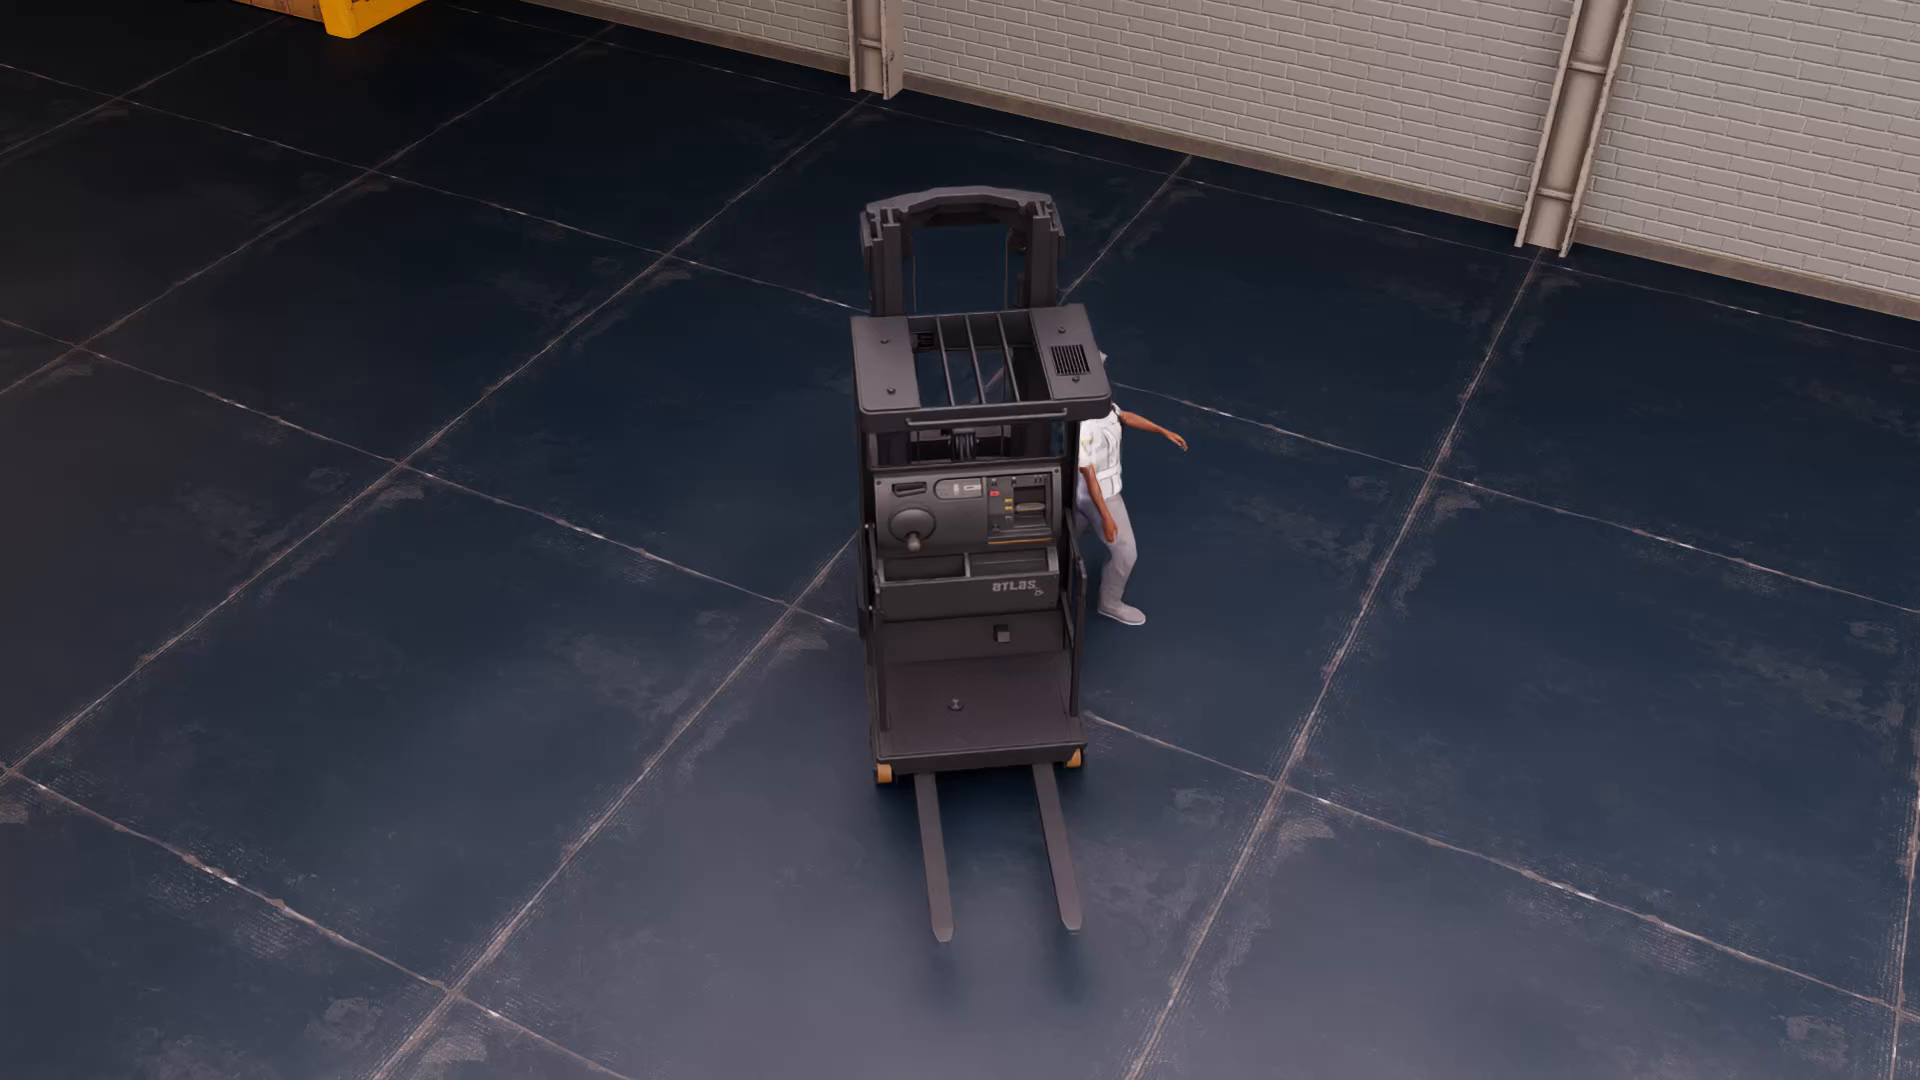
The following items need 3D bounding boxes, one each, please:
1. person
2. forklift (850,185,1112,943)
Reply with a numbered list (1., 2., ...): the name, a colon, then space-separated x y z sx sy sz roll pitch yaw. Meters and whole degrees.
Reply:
1. person: 0.858 -0.239 9.355 0.833 1.617 0.743 1 40 1
2. forklift: 0.068 -0.080 8.082 1.130 2.935 3.031 -4 40 -5
